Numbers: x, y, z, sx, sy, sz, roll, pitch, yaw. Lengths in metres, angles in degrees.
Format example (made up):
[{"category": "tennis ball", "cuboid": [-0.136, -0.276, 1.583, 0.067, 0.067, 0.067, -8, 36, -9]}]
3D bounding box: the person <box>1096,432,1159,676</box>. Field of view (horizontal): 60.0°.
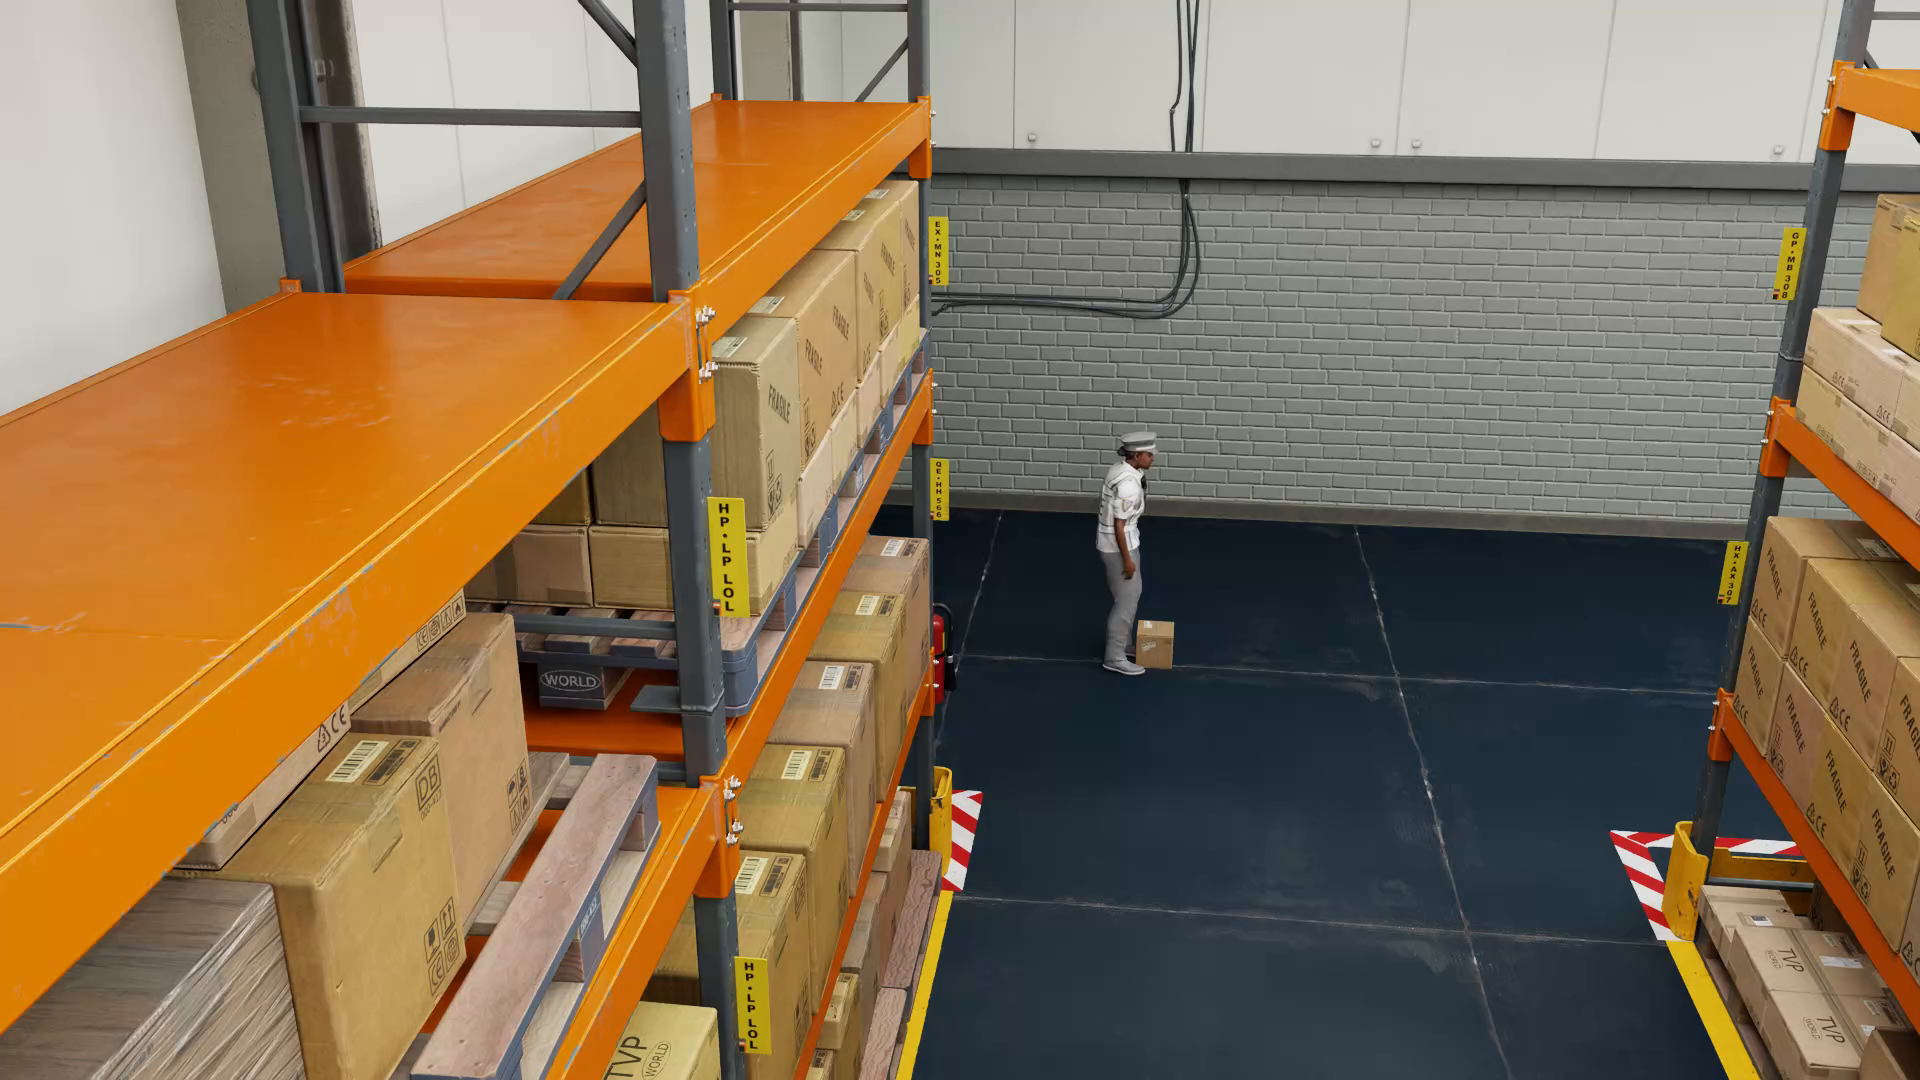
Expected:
[{"category": "person", "cuboid": [1.132, 0.067, 11.309, 0.415, 1.659, 0.508, 2, 21, 6]}]
